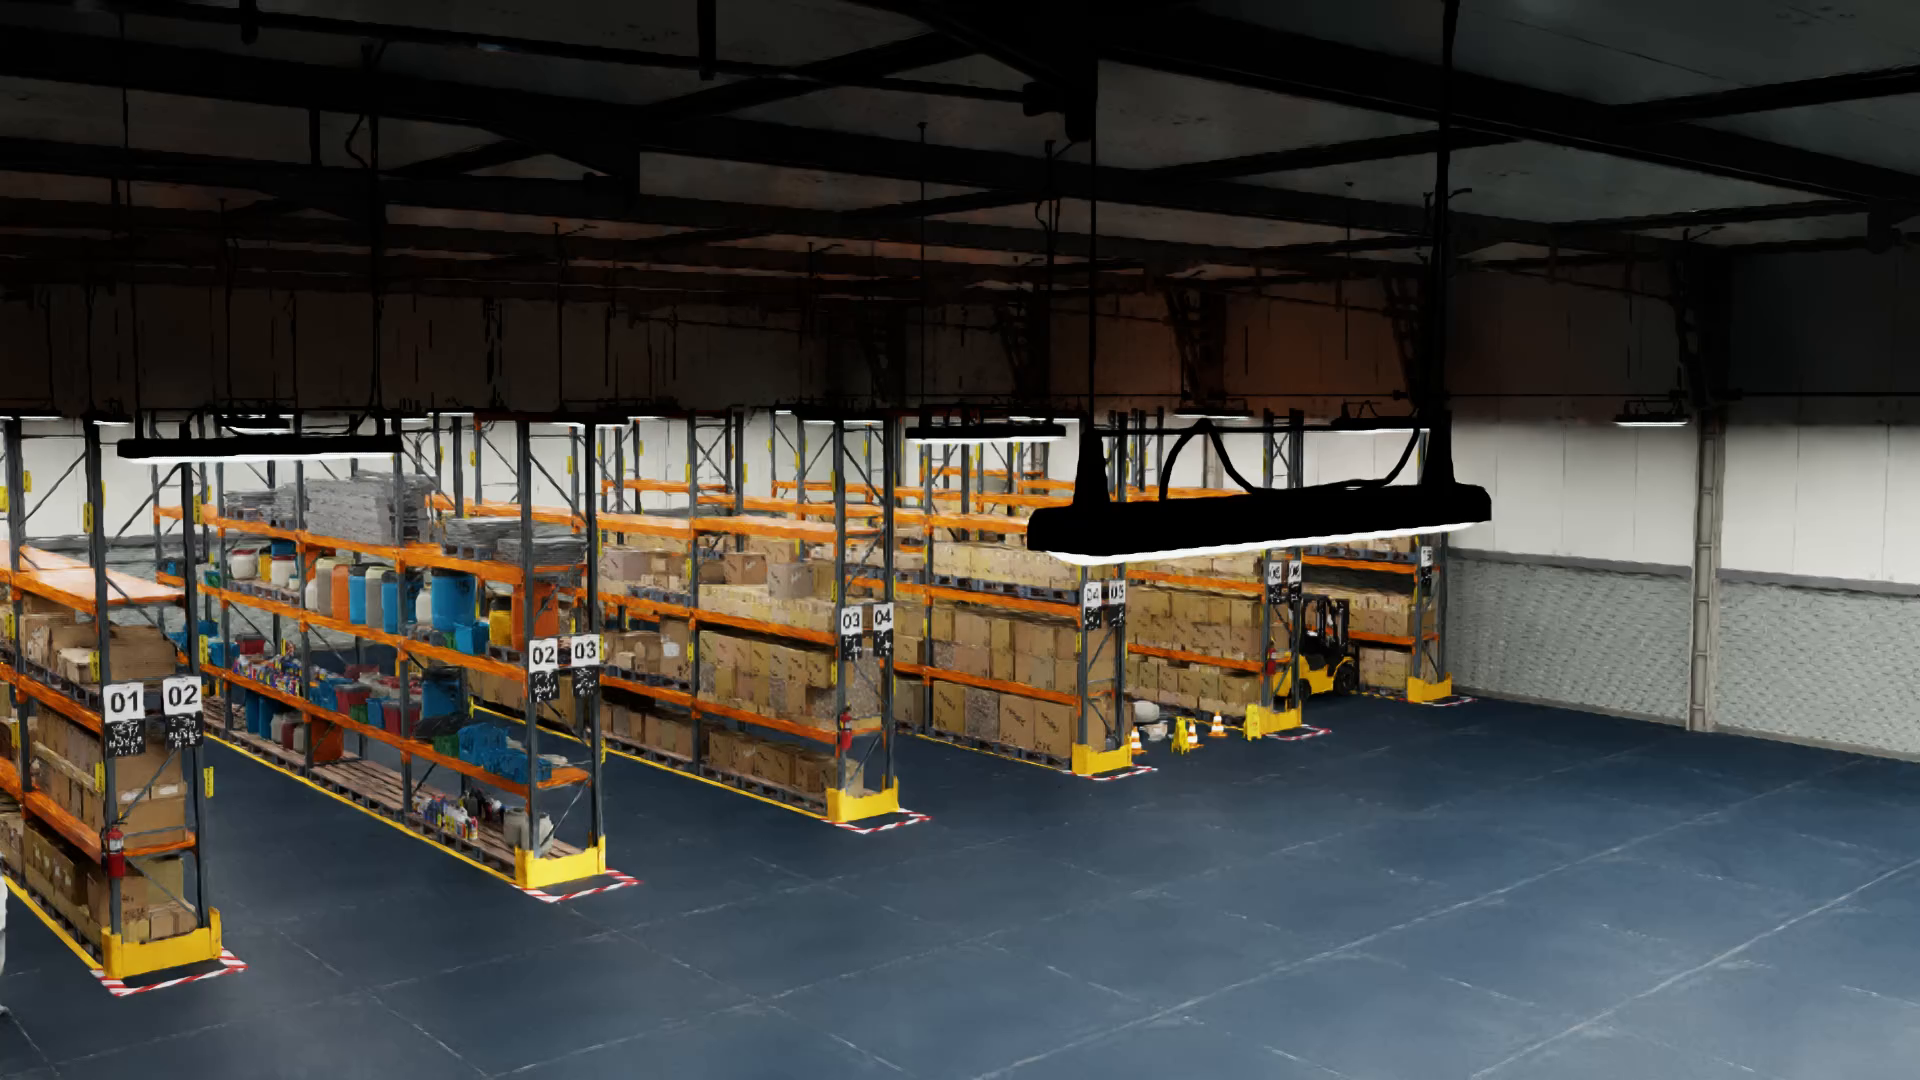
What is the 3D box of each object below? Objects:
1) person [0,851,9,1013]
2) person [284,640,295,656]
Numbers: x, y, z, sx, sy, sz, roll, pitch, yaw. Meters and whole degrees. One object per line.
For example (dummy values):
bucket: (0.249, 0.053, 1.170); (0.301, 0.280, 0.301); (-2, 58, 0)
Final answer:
person: (-10.010, 3.967, 16.945); (0.571, 1.762, 0.585); (1, 5, 13)
person: (-12.984, 2.725, 32.013); (0.391, 1.598, 0.436); (0, 5, 1)
